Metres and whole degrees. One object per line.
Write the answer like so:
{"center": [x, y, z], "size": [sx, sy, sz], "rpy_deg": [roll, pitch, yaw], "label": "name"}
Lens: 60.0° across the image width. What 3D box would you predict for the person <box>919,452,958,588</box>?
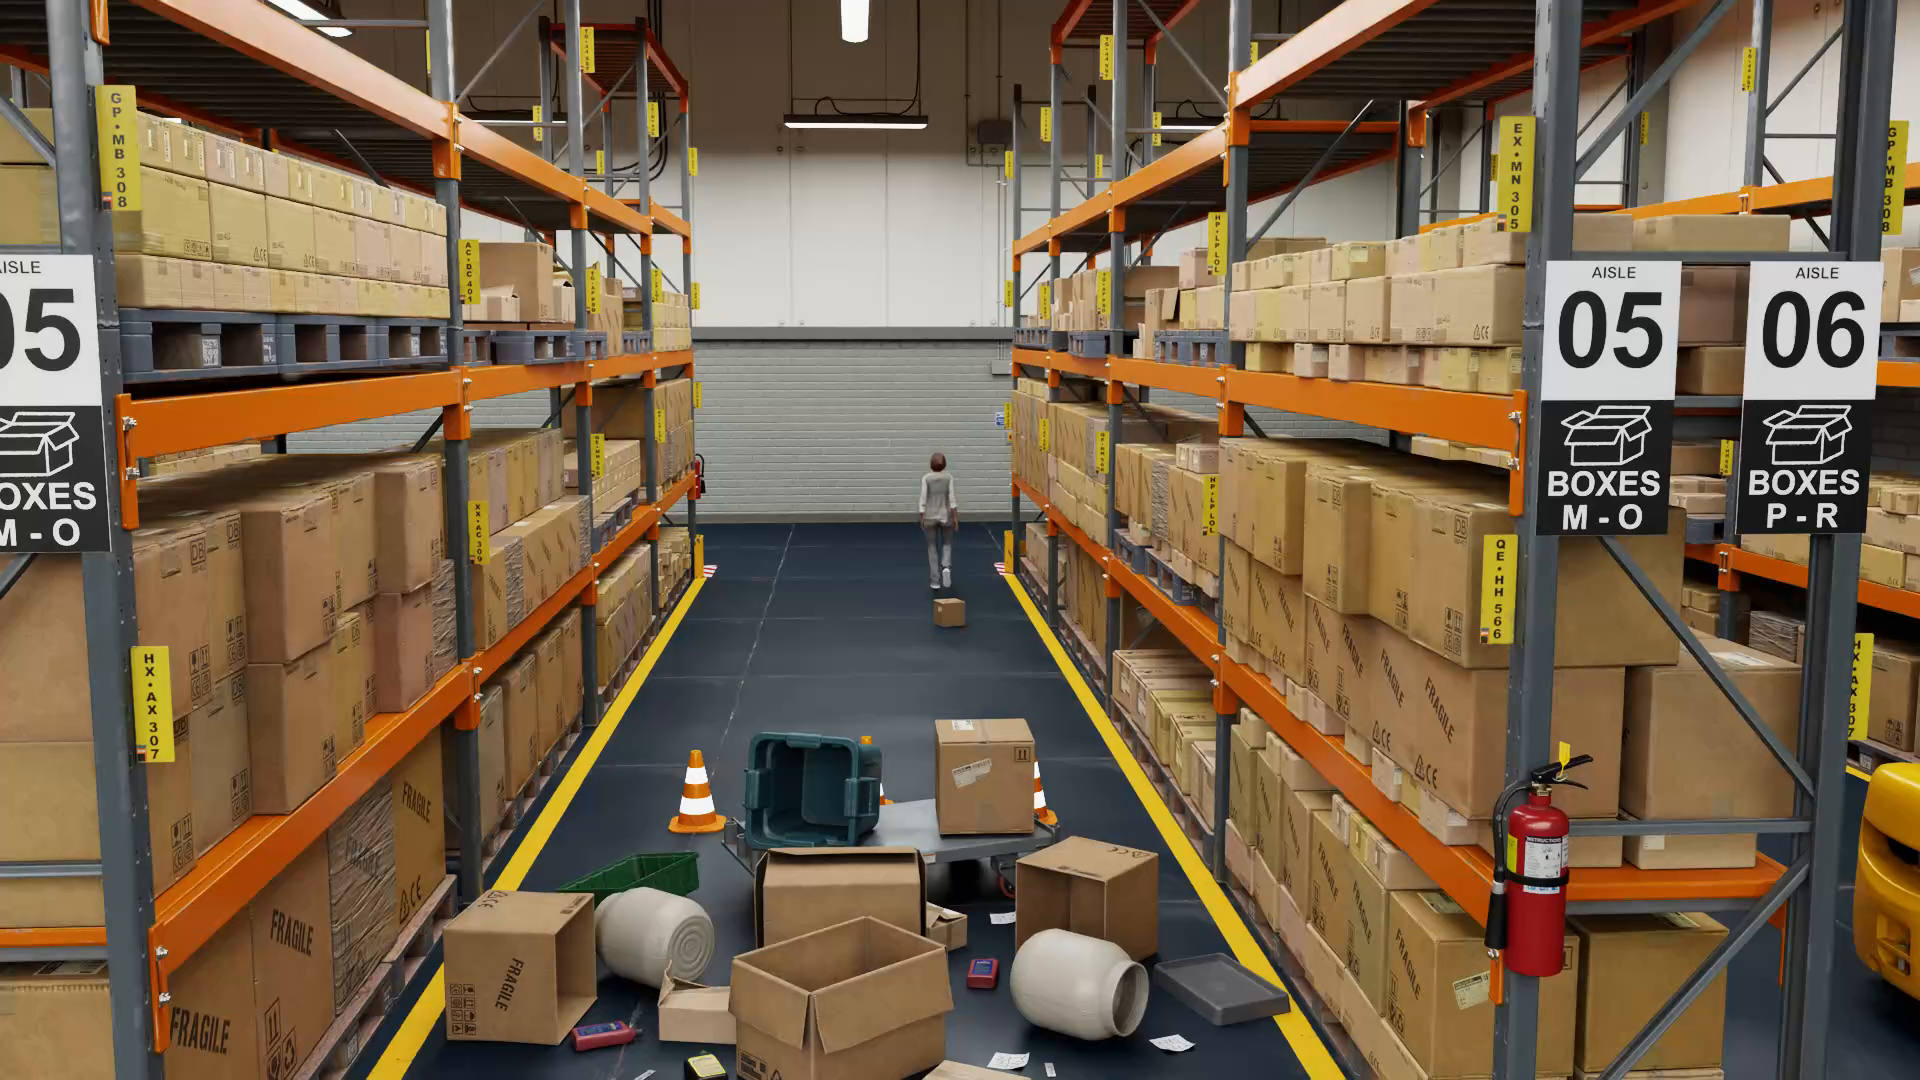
{"center": [-0.254, -0.231, 19.416], "size": [0.449, 1.592, 0.422], "rpy_deg": [-1, 7, -9], "label": "person"}
